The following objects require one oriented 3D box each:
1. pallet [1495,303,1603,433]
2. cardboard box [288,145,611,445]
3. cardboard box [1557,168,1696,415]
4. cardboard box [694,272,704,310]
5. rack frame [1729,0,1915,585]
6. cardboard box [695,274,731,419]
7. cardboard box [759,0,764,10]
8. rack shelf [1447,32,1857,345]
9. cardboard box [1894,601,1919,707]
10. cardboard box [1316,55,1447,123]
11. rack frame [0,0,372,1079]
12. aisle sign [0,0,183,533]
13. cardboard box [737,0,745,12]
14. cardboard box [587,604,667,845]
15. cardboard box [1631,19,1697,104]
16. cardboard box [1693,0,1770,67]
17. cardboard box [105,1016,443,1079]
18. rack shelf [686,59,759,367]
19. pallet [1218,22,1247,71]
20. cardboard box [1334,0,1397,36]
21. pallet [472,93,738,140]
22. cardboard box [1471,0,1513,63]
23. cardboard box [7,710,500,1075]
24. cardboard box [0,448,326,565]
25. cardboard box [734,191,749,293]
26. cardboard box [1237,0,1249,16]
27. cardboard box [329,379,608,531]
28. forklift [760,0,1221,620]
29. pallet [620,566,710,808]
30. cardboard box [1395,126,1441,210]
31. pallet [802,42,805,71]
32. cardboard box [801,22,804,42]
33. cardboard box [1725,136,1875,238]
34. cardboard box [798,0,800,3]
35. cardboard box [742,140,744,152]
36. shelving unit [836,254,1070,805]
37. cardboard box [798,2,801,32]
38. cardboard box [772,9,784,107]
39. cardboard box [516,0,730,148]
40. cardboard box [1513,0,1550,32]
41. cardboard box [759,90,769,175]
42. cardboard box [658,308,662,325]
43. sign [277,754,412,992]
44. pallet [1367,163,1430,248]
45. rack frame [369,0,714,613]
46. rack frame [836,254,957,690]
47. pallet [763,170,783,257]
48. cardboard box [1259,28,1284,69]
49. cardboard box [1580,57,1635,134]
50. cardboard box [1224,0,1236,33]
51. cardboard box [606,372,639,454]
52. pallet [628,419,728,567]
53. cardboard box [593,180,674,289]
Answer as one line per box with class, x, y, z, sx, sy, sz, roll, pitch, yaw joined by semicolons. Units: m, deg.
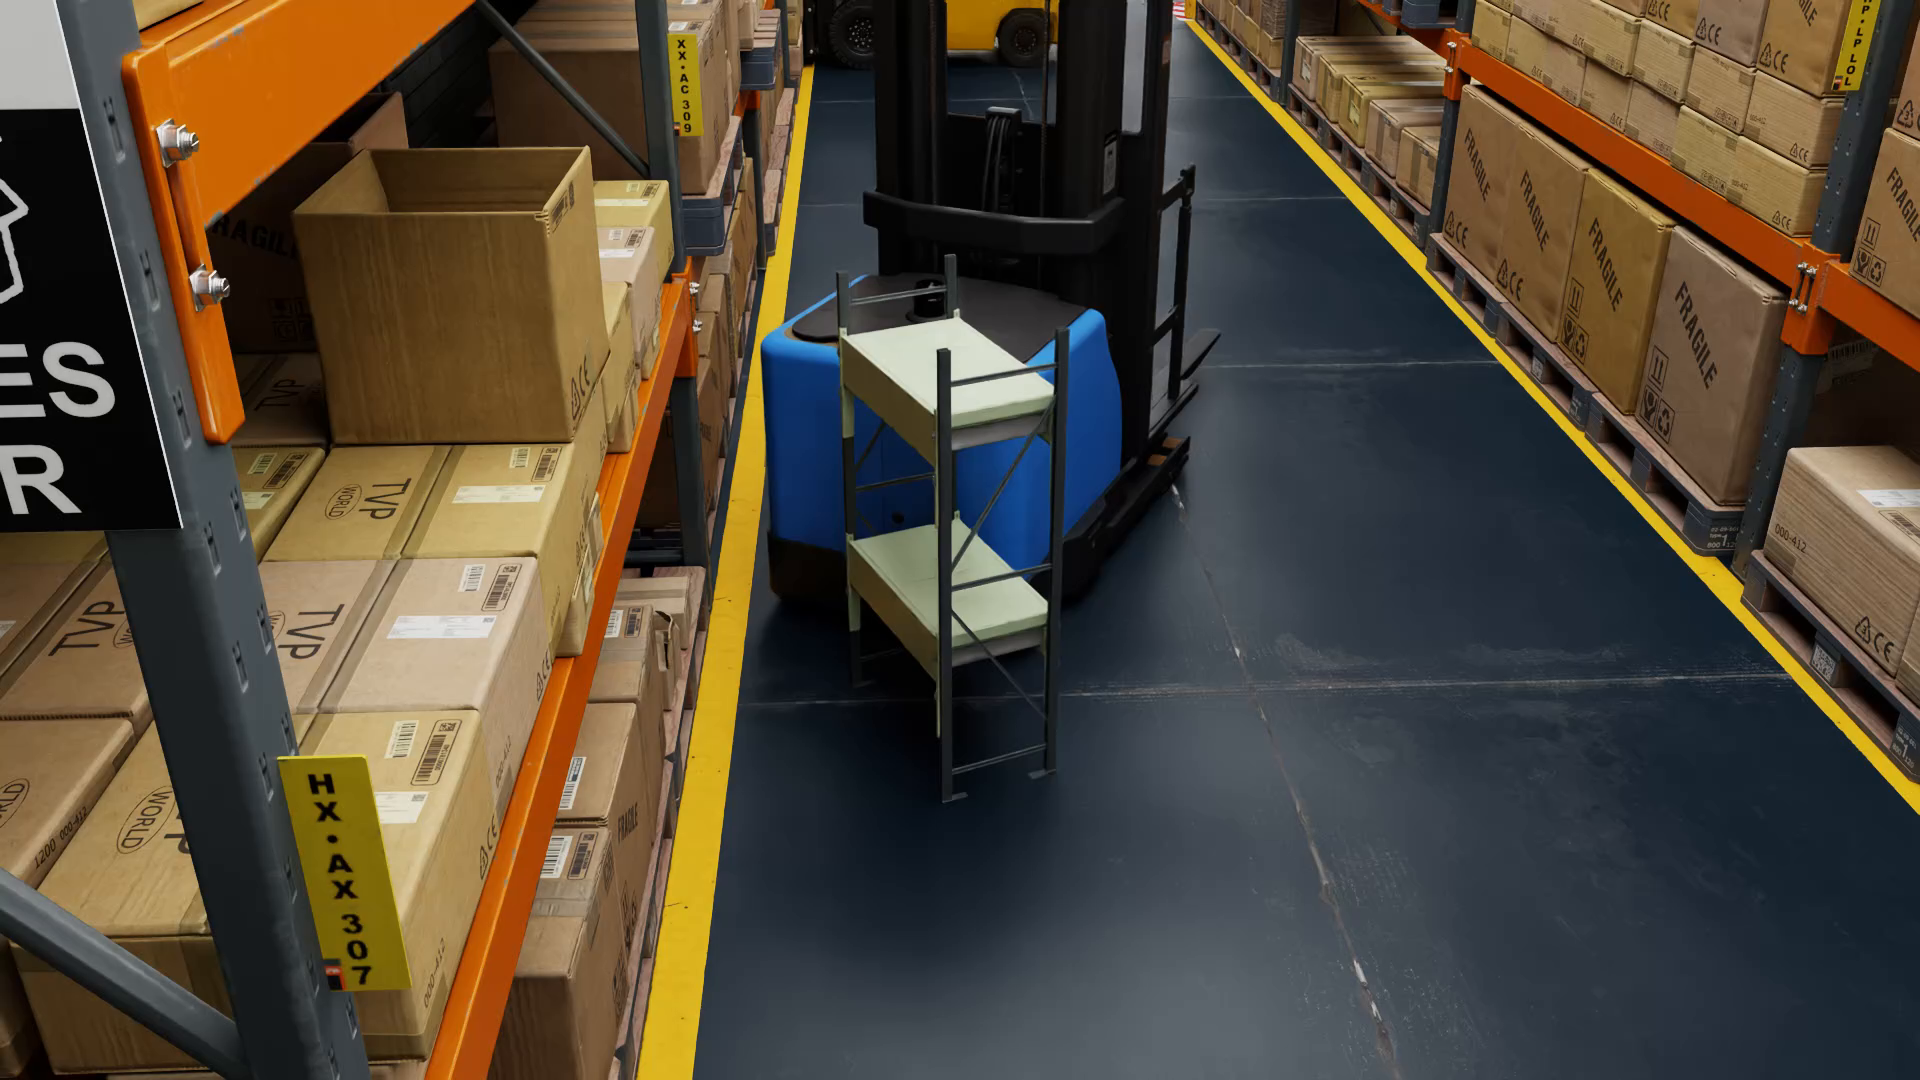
pallet;3.339;-0.879;8.207;1.003;0.211;1.213;-1;28;-3
cardboard box;-1.060;-0.534;3.560;0.500;0.500;0.500;-1;28;-1
cardboard box;3.354;-1.142;7.539;0.875;0.875;0.875;-1;28;-1
cardboard box;-1.309;-1.099;7.161;0.380;0.149;0.250;-1;28;-3
rack frame;3.521;-1.196;5.800;1.000;3.000;0.127;-1;28;-3
cardboard box;-1.295;-0.858;7.400;0.500;0.500;0.500;-2;28;-4
cardboard box;-1.445;-3.299;9.993;0.500;0.250;0.500;-2;28;-4
rack shelf;3.417;-1.801;7.737;1.077;0.370;4.000;-1;28;-3
cardboard box;3.494;0.460;4.942;0.875;0.438;0.875;-2;28;-4
cardboard box;3.174;-3.338;12.293;0.950;0.372;0.625;0;28;1
rack frame;-1.223;0.773;2.025;0.949;2.616;0.053;-1;28;-3
aisle sign;-0.930;-0.356;1.377;0.394;0.787;0.004;-1;28;-3
cardboard box;-1.374;-2.404;7.551;0.797;0.503;0.637;-2;28;-4
cardboard box;-1.224;0.535;4.730;0.700;0.500;0.500;-2;28;-5
cardboard box;3.189;-2.019;6.999;0.500;0.250;0.500;-1;28;-1
cardboard box;3.213;-2.123;6.387;0.500;0.500;0.500;-1;28;-2
cardboard box;-0.970;0.726;2.387;0.380;0.149;0.250;-2;28;-3
rack shelf;-1.540;-1.679;7.504;1.077;0.370;4.000;-1;28;-3
pallet;2.966;-4.528;15.204;1.003;0.211;1.213;-1;28;-3
cardboard box;3.342;-4.469;13.784;0.500;0.500;0.500;0;28;0
pallet;-1.538;-1.939;7.431;1.003;0.211;1.213;-1;28;-3
cardboard box;3.087;-2.745;8.931;0.500;0.250;0.500;-2;28;-4
cardboard box;-0.981;0.491;2.405;0.500;0.250;0.500;-1;28;-2
cardboard box;-1.563;0.034;3.281;0.500;0.250;0.500;-1;28;-1
cardboard box;-1.392;-1.578;8.781;0.500;0.500;0.500;-2;28;-3
cardboard box;2.748;-4.927;14.662;0.500;0.500;0.500;0;28;0
cardboard box;-1.086;-0.211;3.752;0.500;0.250;0.500;-2;28;-4
forklift;0.359;-1.578;6.606;1.130;2.935;3.031;12;30;22
pallet;-1.401;0.479;5.603;1.003;0.211;1.213;-1;28;-3
cardboard box;3.293;-2.326;10.353;0.950;0.372;0.625;-3;28;-6
pallet;-1.920;-4.466;15.084;1.003;0.211;1.213;-1;28;-3
cardboard box;-1.632;-4.439;14.536;0.500;0.250;0.500;-1;28;-2
cardboard box;3.246;-1.331;6.220;0.500;0.250;0.500;-2;28;-4
cardboard box;-1.582;-4.647;13.854;0.500;0.250;0.500;-1;28;-3
cardboard box;-1.366;-2.065;9.014;0.380;0.149;0.250;-3;28;-5
shelving unit;-0.037;-0.039;5.202;0.431;1.500;0.755;-12;30;-22
cardboard box;-1.599;-4.421;13.962;0.500;0.250;0.500;-2;28;-3
cardboard box;-1.815;-3.662;12.641;0.875;0.625;0.625;0;28;0
cardboard box;-1.264;-1.773;6.344;0.700;0.500;0.500;-1;28;-2
cardboard box;3.118;-2.720;8.343;0.500;0.250;0.500;-1;28;-1
cardboard box;-1.705;-2.645;10.692;0.875;0.625;0.625;-1;28;-1
cardboard box;-1.131;-0.702;5.125;0.380;0.149;0.250;-1;28;-1
sign;-0.685;0.376;1.850;0.100;0.325;0.005;-1;28;-3
pallet;3.273;-2.168;10.678;1.003;0.211;1.213;-1;28;-3
rack frame;-1.436;-1.075;5.567;1.000;3.000;0.127;-1;28;-3
rack frame;-0.195;-0.191;5.495;0.400;1.500;0.023;-12;30;-22
pallet;-1.648;-2.067;10.484;1.003;0.211;1.213;-1;28;-3
cardboard box;2.804;-4.124;13.933;0.500;0.250;0.500;0;28;0
cardboard box;3.182;-2.038;7.576;0.500;0.250;0.500;-1;28;-3
cardboard box;2.721;-4.838;15.302;0.500;0.250;0.500;0;28;1
cardboard box;-1.066;-0.344;4.437;0.380;0.149;0.250;-2;28;-3
pallet;-1.516;-0.213;6.930;1.003;0.211;1.213;-1;28;-3
cardboard box;-1.165;-0.911;5.093;0.500;0.250;0.500;-1;28;-1
